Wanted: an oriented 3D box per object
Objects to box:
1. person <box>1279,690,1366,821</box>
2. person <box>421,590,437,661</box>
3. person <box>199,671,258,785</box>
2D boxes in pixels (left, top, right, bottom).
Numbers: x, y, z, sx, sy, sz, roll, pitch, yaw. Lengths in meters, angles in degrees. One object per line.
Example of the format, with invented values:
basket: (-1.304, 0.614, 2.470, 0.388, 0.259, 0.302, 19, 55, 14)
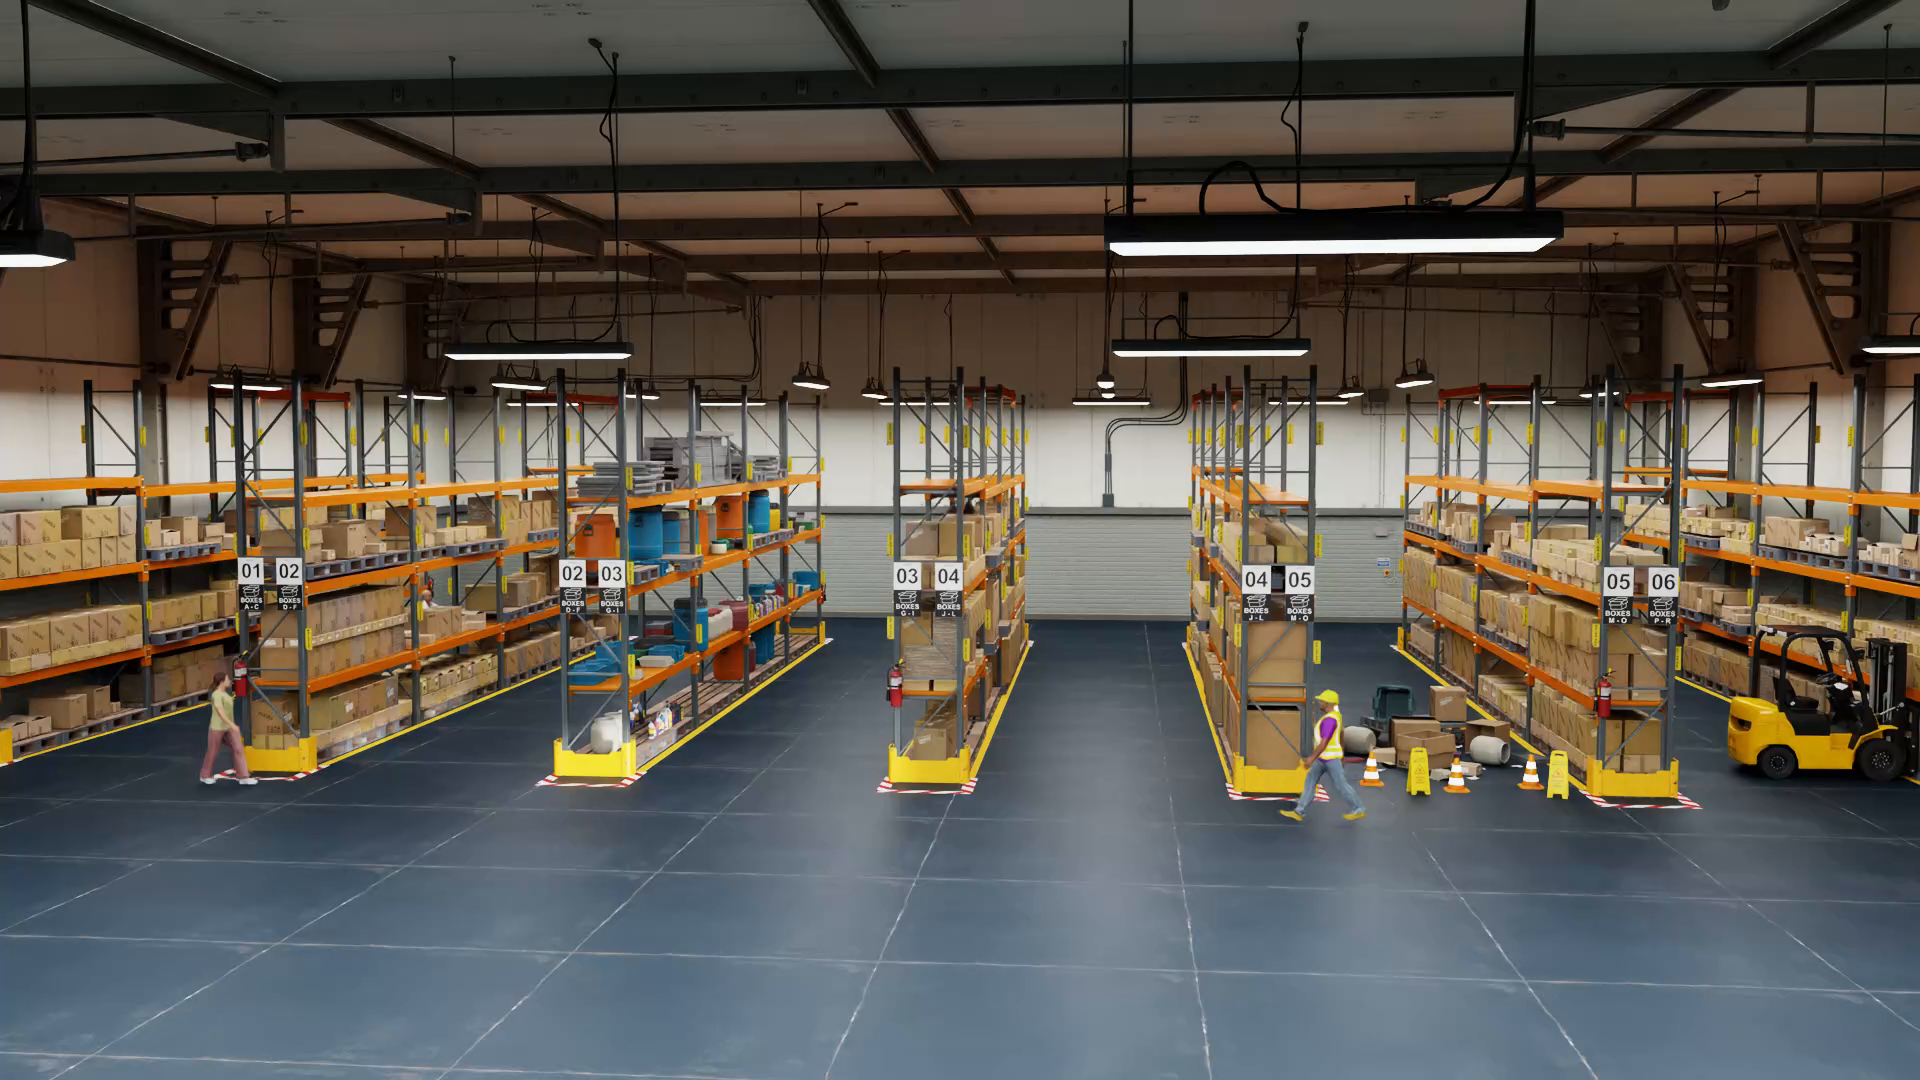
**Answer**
person: (4.718, 2.801, 21.496, 1.069, 1.718, 0.515, -1, 4, -12)
person: (-11.175, 1.970, 34.850, 0.662, 1.839, 0.670, -2, 4, -31)
person: (-10.510, 2.688, 23.770, 0.944, 1.619, 0.399, 2, 4, 28)
